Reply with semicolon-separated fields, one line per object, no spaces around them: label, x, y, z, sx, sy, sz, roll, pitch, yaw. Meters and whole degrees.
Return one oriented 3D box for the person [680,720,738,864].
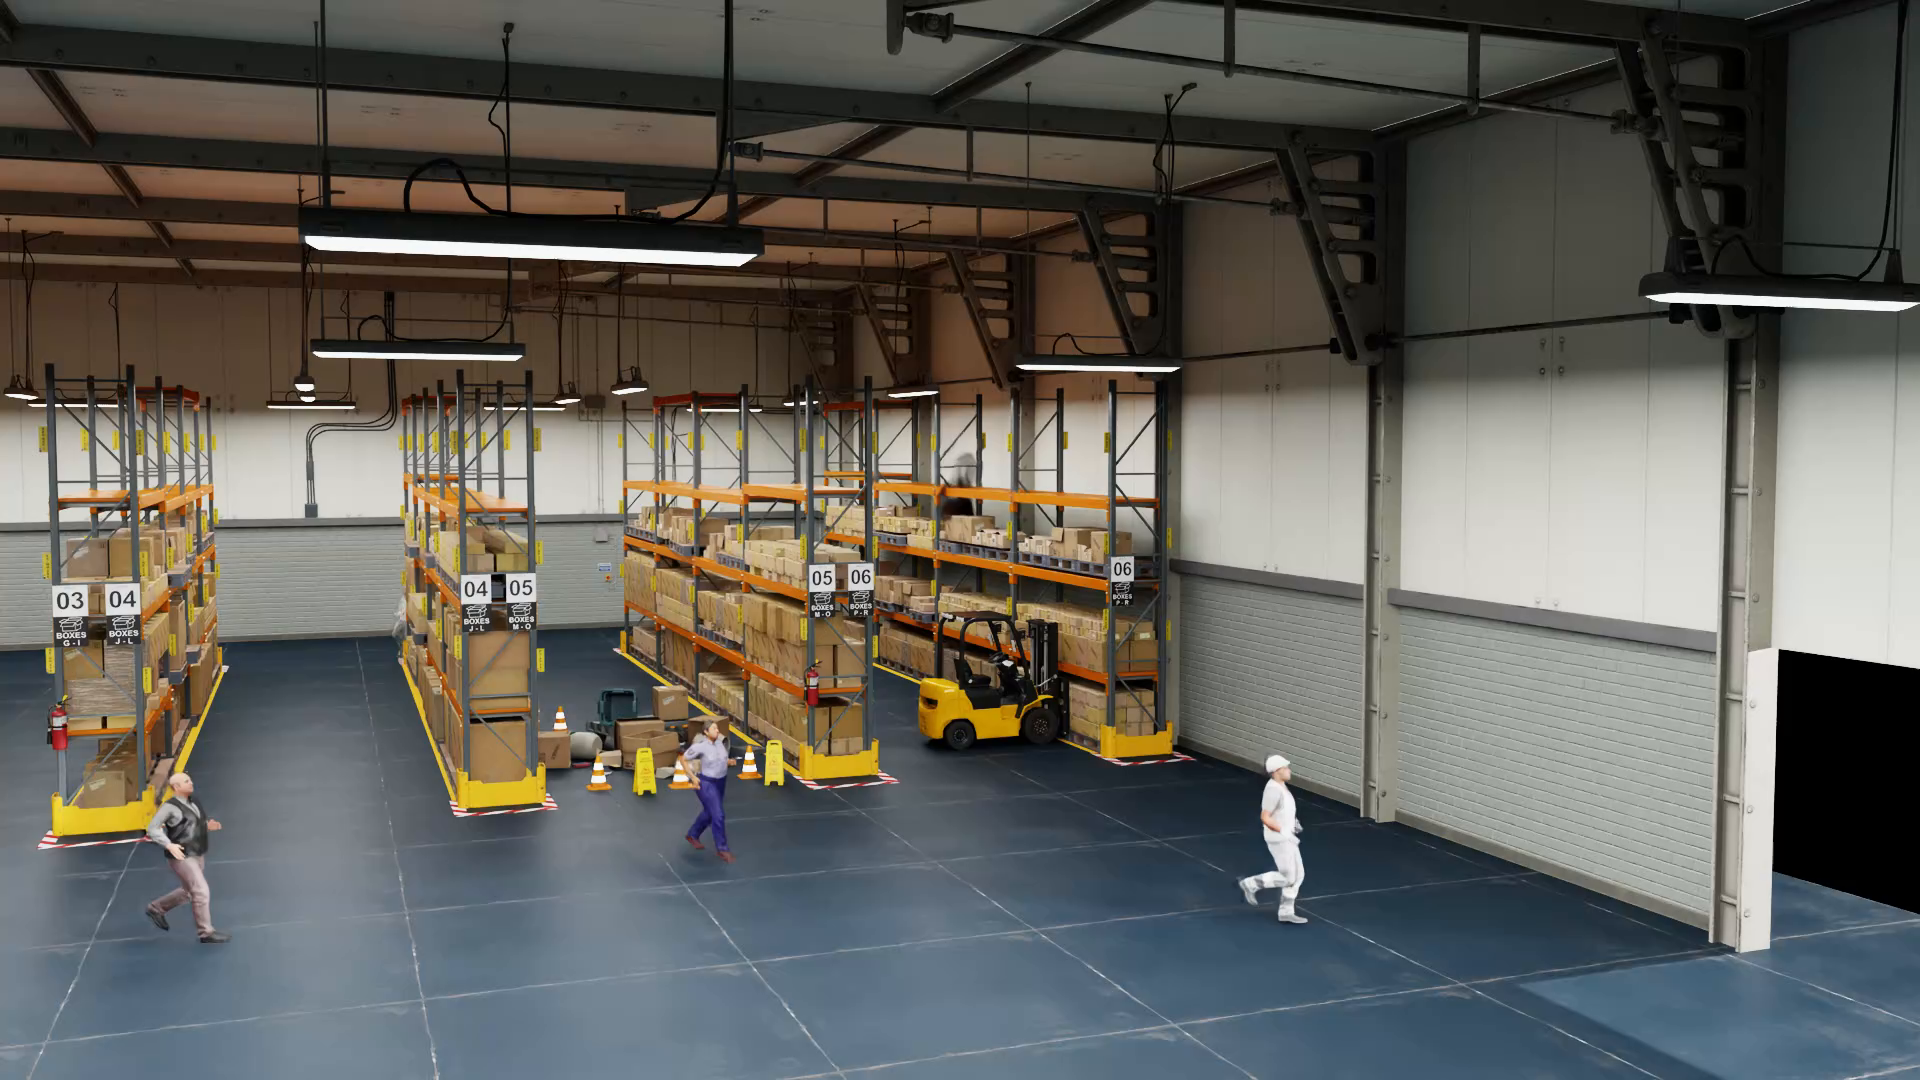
person;-3.001;3.005;20.002;0.875;1.665;0.585;2;4;27

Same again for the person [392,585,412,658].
person;-12.857;1.875;38.625;0.680;1.764;0.646;3;5;44

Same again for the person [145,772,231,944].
person;-7.750;3.167;16.616;0.930;1.699;0.666;0;3;3

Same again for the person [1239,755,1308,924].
person;3.293;3.117;17.382;0.704;1.749;0.656;1;4;20
